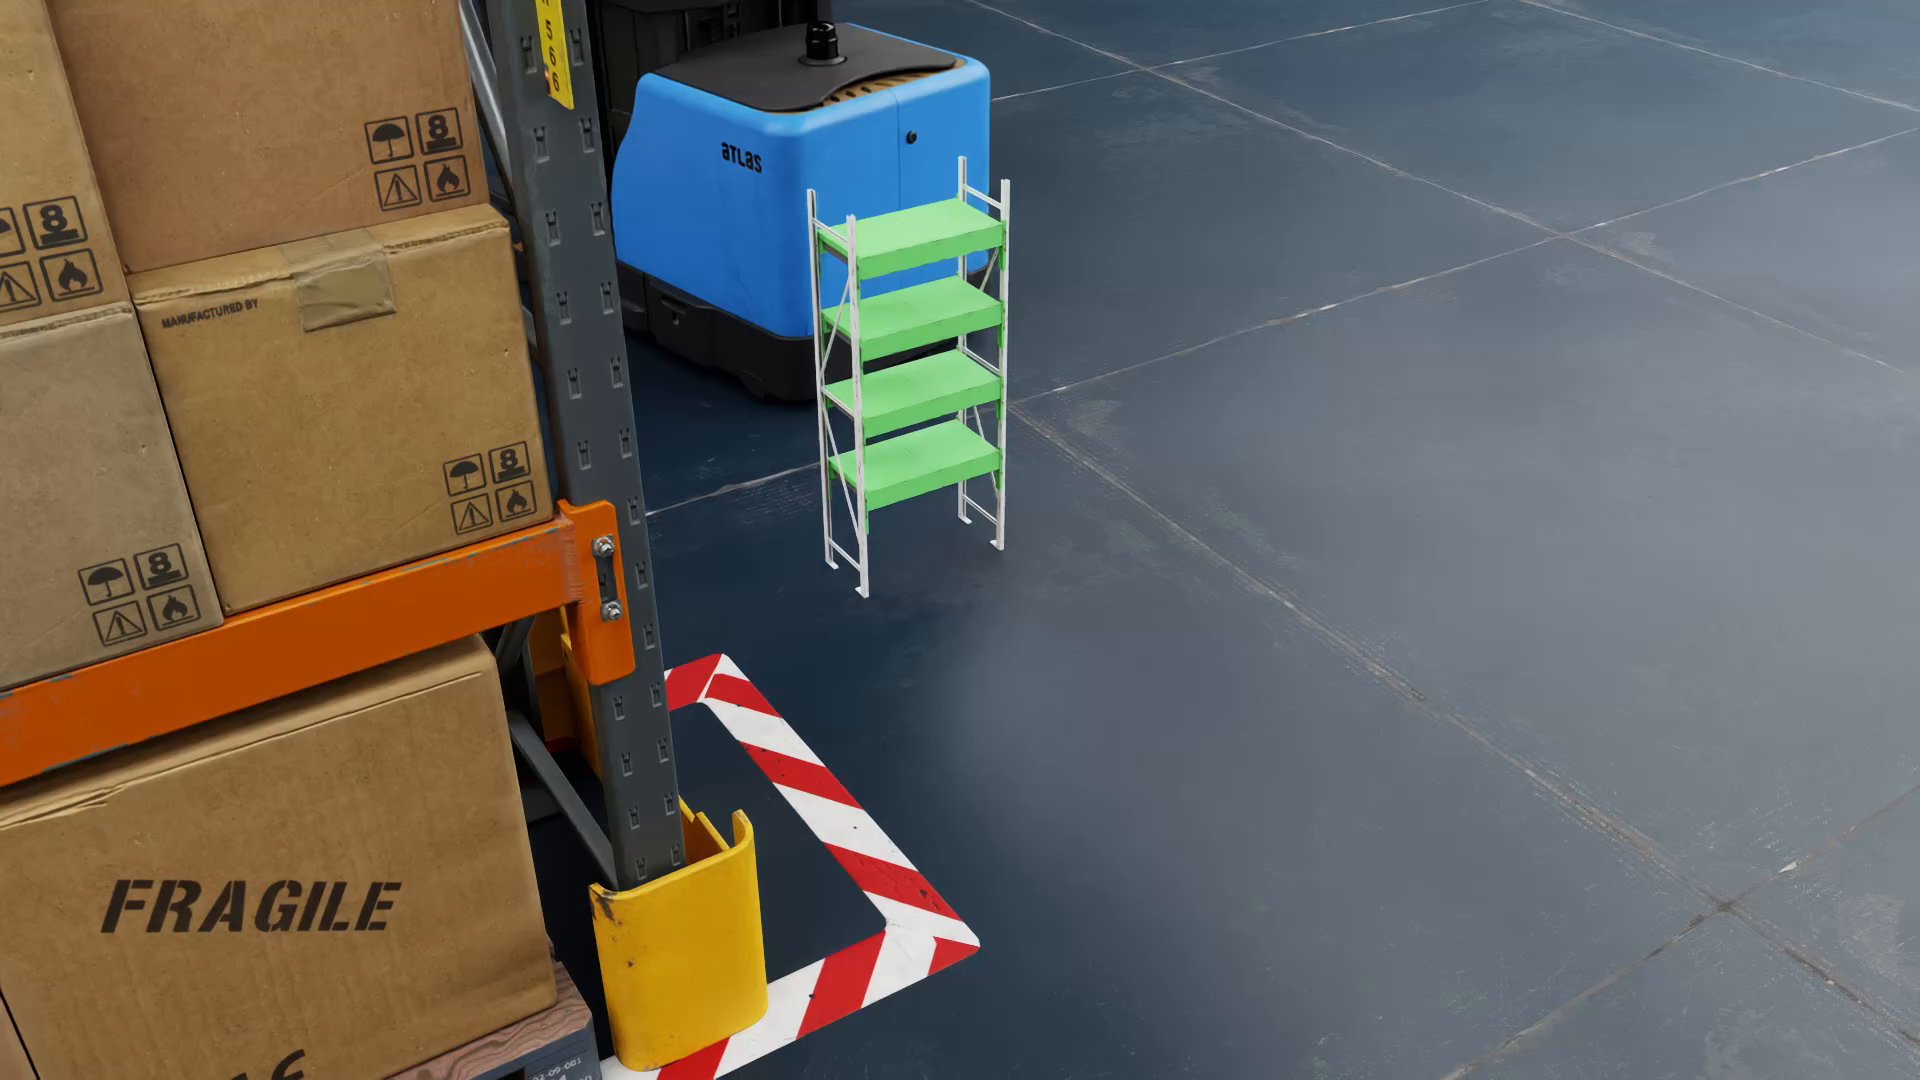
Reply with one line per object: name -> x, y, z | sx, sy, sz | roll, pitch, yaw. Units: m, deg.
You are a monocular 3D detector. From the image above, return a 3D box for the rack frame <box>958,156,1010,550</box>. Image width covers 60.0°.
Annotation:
rack frame -> 0.066, -0.530, 4.966 | 0.015, 1.200, 0.240 | -19, 37, -27

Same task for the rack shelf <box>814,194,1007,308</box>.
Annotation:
rack shelf -> -0.139, -0.812, 4.632 | 0.480, 0.148, 0.258 | -19, 37, -27

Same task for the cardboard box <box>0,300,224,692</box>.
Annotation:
cardboard box -> -1.614, -0.213, 2.635 | 0.550, 0.550, 0.875 | -19, 37, -27

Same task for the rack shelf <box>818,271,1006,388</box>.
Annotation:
rack shelf -> -0.139, -0.609, 4.760 | 0.480, 0.148, 0.258 | -19, 37, -27

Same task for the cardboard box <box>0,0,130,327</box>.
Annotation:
cardboard box -> -1.621, -0.675, 2.357 | 0.550, 0.550, 0.875 | -19, 37, -27

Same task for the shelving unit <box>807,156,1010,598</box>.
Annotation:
shelving unit -> -0.139, -0.460, 4.854 | 0.503, 1.200, 0.258 | -19, 37, -27

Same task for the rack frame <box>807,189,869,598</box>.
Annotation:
rack frame -> -0.344, -0.389, 4.742 | 0.015, 1.200, 0.240 | -19, 37, -27

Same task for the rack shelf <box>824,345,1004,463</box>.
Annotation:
rack shelf -> -0.139, -0.406, 4.888 | 0.480, 0.148, 0.258 | -19, 37, -27

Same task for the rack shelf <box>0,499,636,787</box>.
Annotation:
rack shelf -> -2.557, 0.437, 2.420 | 4.000, 0.370, 1.077 | -19, 37, -27

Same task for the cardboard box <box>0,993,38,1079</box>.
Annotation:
cardboard box -> -2.148, 0.756, 2.837 | 0.875, 0.875, 0.875 | -20, 37, -28

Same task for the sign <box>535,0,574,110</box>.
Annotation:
sign -> -0.593, -0.788, 2.381 | 0.005, 0.325, 0.100 | -19, 37, -27

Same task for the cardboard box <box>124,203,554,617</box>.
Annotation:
cardboard box -> -1.163, -0.381, 2.902 | 0.550, 0.550, 0.875 | -19, 37, -27

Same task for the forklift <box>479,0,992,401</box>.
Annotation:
forklift -> -1.273, -2.418, 6.335 | 1.130, 2.935, 3.031 | -28, 42, -37

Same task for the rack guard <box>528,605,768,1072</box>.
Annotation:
rack guard -> -0.856, 0.605, 3.823 | 0.348, 0.500, 1.175 | -19, 37, -27

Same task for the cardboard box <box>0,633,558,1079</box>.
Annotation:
cardboard box -> -1.410, 0.501, 3.242 | 0.875, 0.875, 0.875 | -19, 37, -27

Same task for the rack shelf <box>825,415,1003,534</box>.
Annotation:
rack shelf -> -0.139, -0.203, 5.016 | 0.480, 0.148, 0.258 | -19, 37, -27

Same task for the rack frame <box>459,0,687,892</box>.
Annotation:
rack frame -> -0.876, -0.446, 3.145 | 0.127, 3.000, 1.000 | -19, 37, -27

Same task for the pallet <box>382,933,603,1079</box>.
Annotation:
pallet -> -1.505, 1.000, 3.467 | 1.213, 0.211, 1.003 | -19, 37, -27

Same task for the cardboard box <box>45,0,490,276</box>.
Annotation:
cardboard box -> -1.209, -0.876, 2.674 | 0.550, 0.550, 0.875 | -19, 37, -27
